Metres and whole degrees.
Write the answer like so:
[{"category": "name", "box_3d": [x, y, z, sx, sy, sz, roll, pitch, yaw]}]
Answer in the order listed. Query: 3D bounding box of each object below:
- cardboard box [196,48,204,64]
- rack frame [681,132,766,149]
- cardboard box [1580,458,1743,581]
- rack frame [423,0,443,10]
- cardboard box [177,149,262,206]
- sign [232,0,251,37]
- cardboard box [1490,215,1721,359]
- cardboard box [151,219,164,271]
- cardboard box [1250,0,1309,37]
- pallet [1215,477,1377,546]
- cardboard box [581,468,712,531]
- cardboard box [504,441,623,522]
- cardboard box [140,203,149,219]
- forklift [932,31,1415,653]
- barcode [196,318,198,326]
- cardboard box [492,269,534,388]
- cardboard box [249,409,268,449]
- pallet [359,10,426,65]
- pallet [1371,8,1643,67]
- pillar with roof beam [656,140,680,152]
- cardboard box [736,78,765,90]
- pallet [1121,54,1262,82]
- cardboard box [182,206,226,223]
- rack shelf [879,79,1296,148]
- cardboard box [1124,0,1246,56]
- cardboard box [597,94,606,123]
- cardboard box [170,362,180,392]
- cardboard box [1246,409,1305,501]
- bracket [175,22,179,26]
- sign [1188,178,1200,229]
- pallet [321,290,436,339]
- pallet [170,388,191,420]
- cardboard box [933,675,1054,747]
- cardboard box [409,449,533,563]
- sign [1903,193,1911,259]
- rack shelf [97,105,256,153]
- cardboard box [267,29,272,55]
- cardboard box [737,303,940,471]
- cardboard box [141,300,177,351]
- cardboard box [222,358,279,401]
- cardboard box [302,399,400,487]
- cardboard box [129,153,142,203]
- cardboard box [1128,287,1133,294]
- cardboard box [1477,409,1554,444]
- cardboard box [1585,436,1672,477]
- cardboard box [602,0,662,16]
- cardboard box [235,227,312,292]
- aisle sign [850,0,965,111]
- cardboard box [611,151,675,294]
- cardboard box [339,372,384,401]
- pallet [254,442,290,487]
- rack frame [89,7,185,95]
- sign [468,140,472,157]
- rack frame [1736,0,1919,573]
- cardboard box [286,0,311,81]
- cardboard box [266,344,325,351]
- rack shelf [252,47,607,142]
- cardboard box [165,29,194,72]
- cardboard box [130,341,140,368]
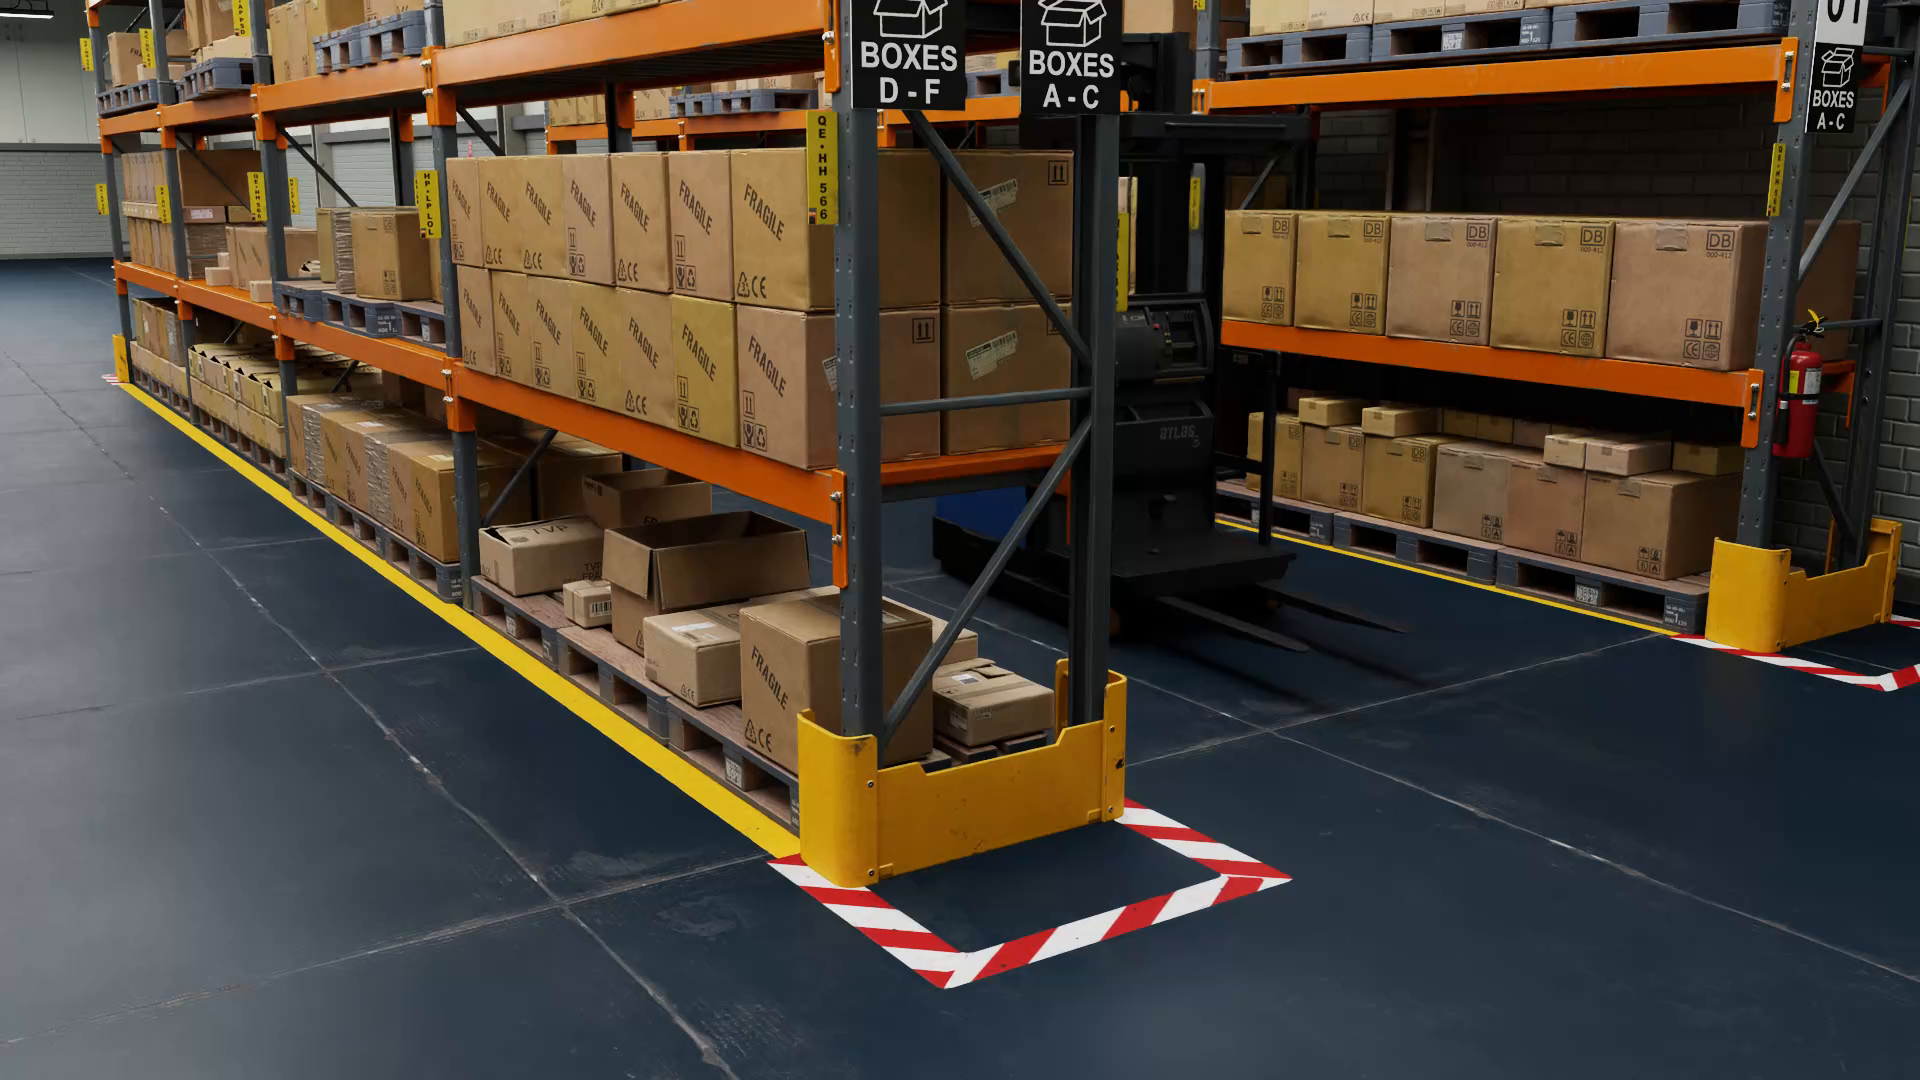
[{"category": "cardboard box", "box_3d": [-6.247, -4.058, 14.245, 0.500, 0.250, 0.500, -6, 14, -27]}, {"category": "rack frame", "box_3d": [-2.458, -3.159, 17.785, 1.000, 3.000, 0.127, -8, 15, -33]}, {"category": "cardboard box", "box_3d": [3.719, -0.121, 8.763, 0.700, 0.500, 0.500, -8, 15, -33]}, {"category": "rack frame", "box_3d": [-2.148, -4.080, 7.954, 1.000, 3.000, 0.127, -8, 15, -33]}, {"category": "cardboard box", "box_3d": [-6.831, -3.333, 15.309, 0.700, 0.500, 0.500, -8, 15, -32]}, {"category": "sign", "box_3d": [-4.831, -3.553, 11.170, 0.100, 0.325, 0.005, -8, 15, -33]}, {"category": "cardboard box", "box_3d": [3.487, -1.389, 8.989, 0.980, 0.700, 0.700, -8, 15, -33]}, {"category": "cardboard box", "box_3d": [-7.688, -2.973, 16.699, 0.700, 0.500, 0.500, -8, 14, -31]}, {"category": "cardboard box", "box_3d": [2.137, -3.228, 10.214, 0.500, 0.250, 0.500, -8, 15, -33]}, {"category": "pallet", "box_3d": [2.330, -0.229, 10.916, 1.003, 0.211, 1.213, -8, 15, -33]}, {"category": "cardboard box", "box_3d": [-1.596, -0.075, 8.505, 0.500, 0.500, 0.500, -8, 15, -33]}, {"category": "cardboard box", "box_3d": [-2.213, -0.258, 9.340, 0.500, 0.500, 0.500, -9, 15, -35]}, {"category": "cardboard box", "box_3d": [-8.043, -3.325, 16.792, 0.380, 0.149, 0.250, -8, 15, -33]}, {"category": "forklift", "box_3d": [1.007, -1.052, 8.314, 1.130, 2.935, 3.031, -7, 14, -29]}, {"category": "barcode", "box_3d": [-6.785, -1.940, 14.785, 0.001, 0.075, 0.075, -8, 15, -33]}, {"category": "cardboard box", "box_3d": [-1.806, -0.984, 7.607, 0.500, 0.500, 0.500, -8, 15, -32]}, {"category": "cardboard box", "box_3d": [-5.147, -0.878, 12.810, 0.500, 0.250, 0.500, -8, 15, -33]}, {"category": "pallet", "box_3d": [-2.451, -2.647, 8.863, 1.213, 0.211, 1.003, -8, 15, -33]}, {"category": "pallet", "box_3d": [3.090, -2.795, 9.306, 1.003, 0.211, 1.213, -8, 15, -33]}, {"category": "pillar with roof beam", "box_3d": [-7.151, -6.269, 17.966, 9.100, 9.000, 0.400, -8, 15, -33]}, {"category": "cardboard box", "box_3d": [-1.881, -4.570, 16.441, 0.500, 0.311, 0.500, -8, 14, -31]}, {"category": "pallet", "box_3d": [1.425, -3.265, 11.698, 0.805, 0.209, 1.217, -9, 15, -35]}, {"category": "cardboard box", "box_3d": [-6.909, -2.961, 15.126, 0.380, 0.149, 0.250, -8, 15, -33]}, {"category": "rack shelf", "box_3d": [0.866, -3.206, 12.662, 1.077, 0.370, 4.000, -8, 15, -33]}, {"category": "cardboard box", "box_3d": [1.578, -3.635, 11.676, 0.700, 0.500, 0.500, -9, 15, -36]}, {"category": "cardboard box", "box_3d": [-3.824, -5.021, 18.997, 0.500, 0.500, 0.500, -7, 14, -29]}, {"category": "cardboard box", "box_3d": [-7.288, -1.580, 16.021, 0.500, 0.250, 0.500, -8, 15, -33]}, {"category": "cardboard box", "box_3d": [2.303, -0.575, 10.837, 0.700, 0.500, 0.500, -8, 15, -32]}, {"category": "bracket", "box_3d": [-21.699, -14.221, 45.902, 0.076, 0.066, 3.189, -8, 15, -33]}, {"category": "sign", "box_3d": [1.528, -2.197, 10.862, 0.100, 0.325, 0.005, -8, 15, -33]}, {"category": "pallet", "box_3d": [-3.283, -1.421, 10.289, 1.003, 0.211, 1.213, -8, 15, -33]}, {"category": "pallet", "box_3d": [-6.986, -1.356, 16.068, 1.003, 0.211, 1.213, -8, 15, -33]}, {"category": "cardboard box", "box_3d": [0.122, 0.625, 6.126, 0.380, 0.149, 0.250, -8, 15, -33]}, {"category": "cardboard box", "box_3d": [-2.660, -0.197, 9.061, 0.500, 0.500, 0.500, -8, 15, -33]}, {"category": "sign", "box_3d": [4.655, -1.551, 8.220, 0.100, 0.325, 0.005, -8, 15, -33]}, {"category": "rack shelf", "box_3d": [-7.688, -4.041, 16.484, 1.077, 0.370, 4.000, -8, 15, -33]}, {"category": "cardboard box", "box_3d": [-4.662, -3.532, 11.837, 0.500, 0.250, 0.500, -9, 15, -37]}, {"category": "cardboard box", "box_3d": [-0.406, -0.534, 5.548, 0.500, 0.500, 0.500, -8, 14, -31]}, {"category": "cardboard box", "box_3d": [-8.118, -2.214, 17.161, 0.500, 0.500, 0.500, -8, 15, -33]}, {"category": "cardboard box", "box_3d": [-5.706, -1.331, 13.569, 0.500, 0.311, 0.500, -8, 14, -31]}, {"category": "cardboard box", "box_3d": [-4.055, -0.647, 11.120, 0.500, 0.500, 0.500, -9, 15, -35]}, {"category": "cardboard box", "box_3d": [-8.223, -3.779, 17.350, 0.700, 0.500, 0.500, -9, 15, -34]}, {"category": "cardboard box", "box_3d": [1.391, -1.692, 11.618, 0.380, 0.149, 0.250, -8, 15, -32]}, {"category": "cardboard box", "box_3d": [3.251, -0.665, 9.731, 0.380, 0.149, 0.250, -8, 15, -32]}, {"category": "cardboard box", "box_3d": [3.496, -0.439, 8.700, 0.380, 0.149, 0.250, -8, 15, -33]}, {"category": "cardboard box", "box_3d": [-0.992, -2.067, 6.124, 0.500, 0.250, 0.500, -8, 15, -33]}, {"category": "cardboard box", "box_3d": [-5.599, -2.299, 13.621, 0.500, 0.500, 0.500, -8, 15, -33]}, {"category": "aisle sign", "box_3d": [-0.149, -1.659, 4.843, 0.394, 0.787, 0.004, -8, 15, -33]}, {"category": "cardboard box", "box_3d": [-0.979, -1.203, 6.267, 0.500, 0.500, 0.500, -8, 14, -31]}, {"category": "cardboard box", "box_3d": [-4.410, -1.124, 12.622, 0.500, 0.311, 0.500, -8, 14, -31]}, {"category": "pallet", "box_3d": [-4.788, -0.649, 12.836, 1.003, 0.211, 1.213, -8, 15, -33]}, {"category": "rack frame", "box_3d": [-8.796, -6.214, 17.713, 1.000, 3.000, 0.127, -8, 15, -33]}, {"category": "sign", "box_3d": [-8.150, -6.505, 27.660, 0.001, 0.298, 0.199, -8, 15, -33]}, {"category": "rack frame", "box_3d": [4.190, -1.025, 8.026, 1.000, 3.000, 0.127, -8, 15, -33]}, {"category": "cardboard box", "box_3d": [-3.812, -3.210, 10.765, 0.910, 0.500, 0.500, -8, 15, -33]}, {"category": "cardboard box", "box_3d": [-5.824, -1.578, 14.696, 0.500, 0.311, 0.500, -8, 14, -31]}, {"category": "rack shelf", "box_3d": [-3.256, -2.619, 9.978, 1.077, 0.370, 4.000, -8, 15, -33]}, {"category": "cardboard box", "box_3d": [-7.388, -4.669, 16.117, 0.797, 0.503, 0.637, -6, 14, -27]}, {"category": "cardboard box", "box_3d": [-8.684, -2.023, 18.046, 0.500, 0.250, 0.500, -8, 15, -33]}]
